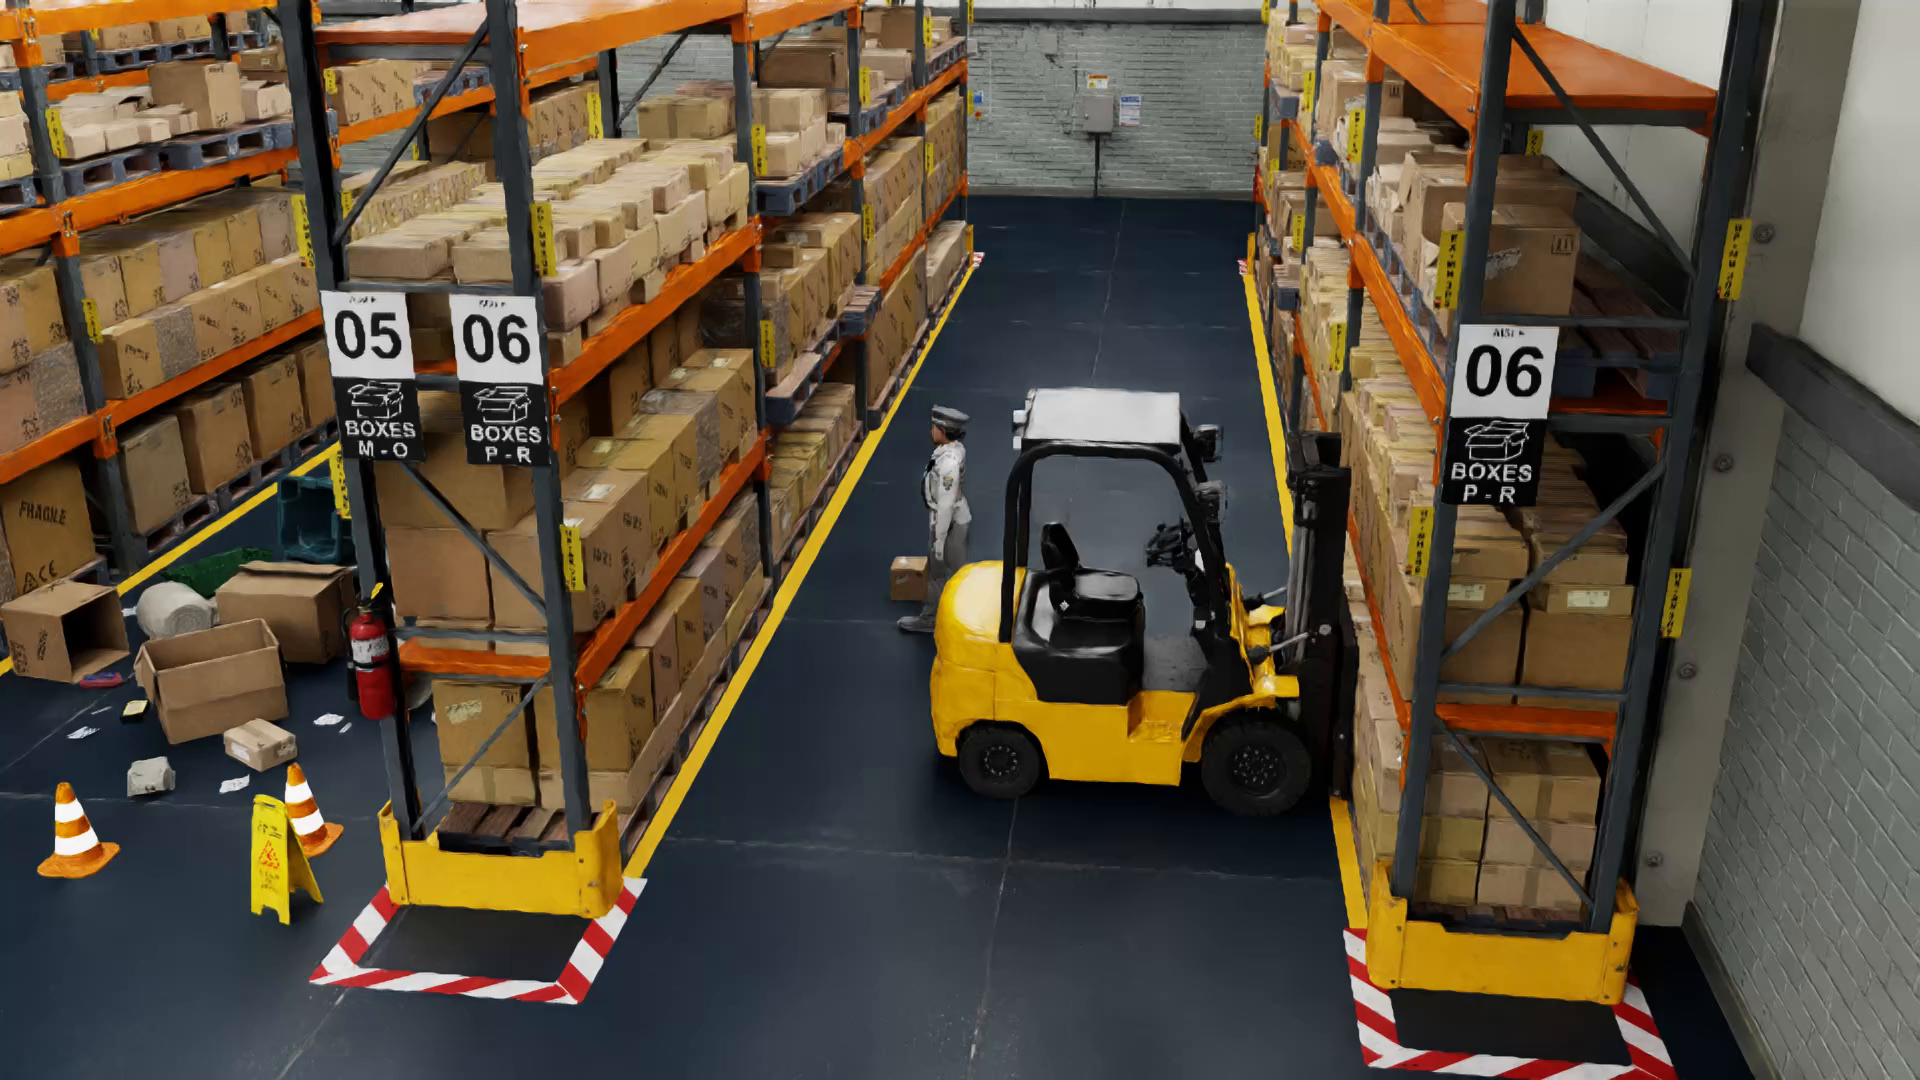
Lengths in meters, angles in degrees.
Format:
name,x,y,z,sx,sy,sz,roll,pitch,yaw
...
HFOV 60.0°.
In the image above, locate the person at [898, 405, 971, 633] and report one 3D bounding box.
name,x,y,z,sx,sy,sz,roll,pitch,yaw
person,-0.118,-0.125,11.348,0.635,1.660,0.680,0,21,-1
